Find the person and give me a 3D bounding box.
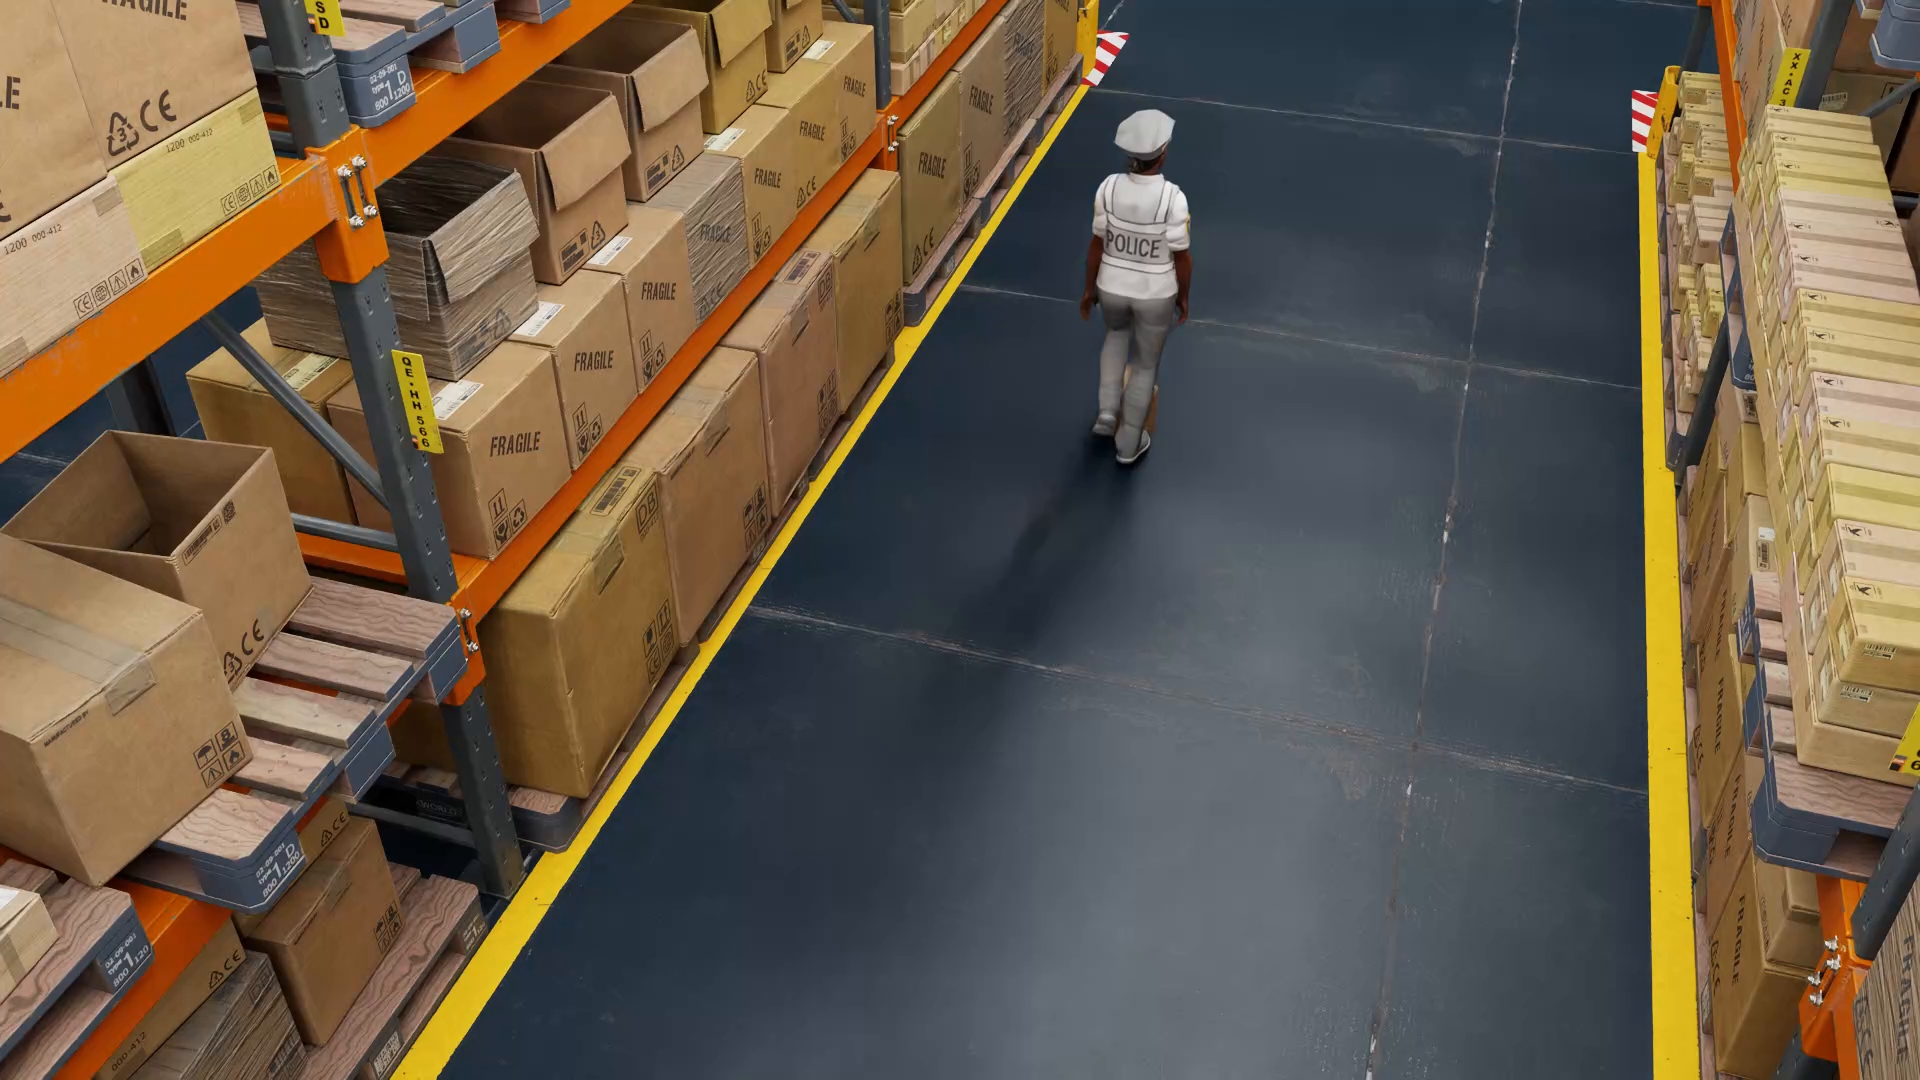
[{"bbox_3d":[0.824,-1.145,7.615,0.486,1.719,0.469,17,40,21],"label":"person"}]
